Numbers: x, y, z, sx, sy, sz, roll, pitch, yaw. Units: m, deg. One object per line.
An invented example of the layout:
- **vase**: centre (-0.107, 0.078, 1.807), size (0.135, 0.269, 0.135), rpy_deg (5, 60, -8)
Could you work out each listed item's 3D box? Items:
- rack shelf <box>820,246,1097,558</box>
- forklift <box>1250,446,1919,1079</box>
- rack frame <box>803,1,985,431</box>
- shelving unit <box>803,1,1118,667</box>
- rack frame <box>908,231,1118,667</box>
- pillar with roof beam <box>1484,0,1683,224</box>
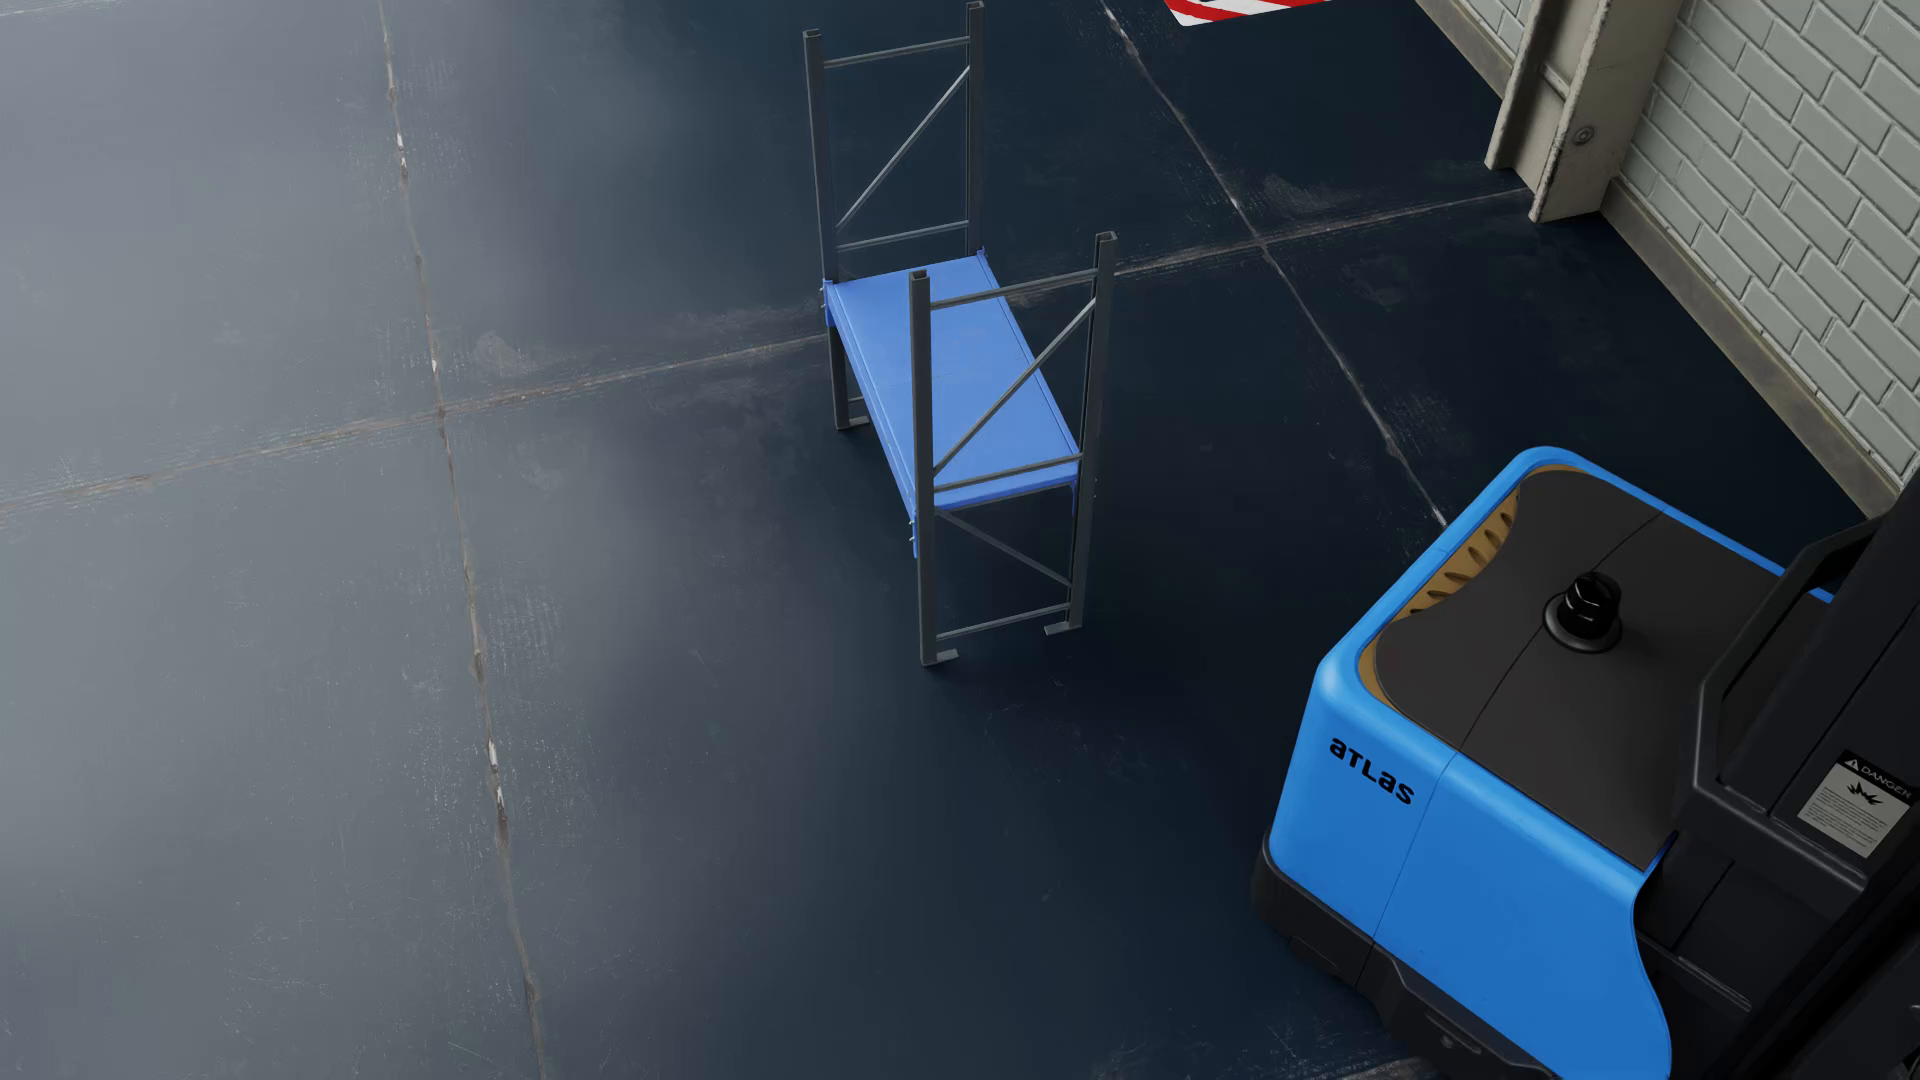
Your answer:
- **rack shelf**: centre (-0.025, -0.430, 4.867), size (0.538, 0.185, 1.000), rpy_deg (-13, 51, -11)
- **forklift**: centre (2.189, 0.526, 2.890), size (3.031, 2.935, 1.130), rpy_deg (35, 58, 26)
- **rack frame**: centre (-0.176, -0.917, 5.042), size (0.500, 1.500, 0.032), rpy_deg (-13, 51, -11)
- **shelving unit**: centre (-0.025, -0.546, 4.729), size (0.538, 1.500, 1.048), rpy_deg (-13, 51, -11)
- **rack frame**: centre (0.125, -0.174, 4.416), size (0.500, 1.500, 0.032), rpy_deg (-13, 51, -11)
- **pillar with roof beam**: centre (-1.862, -3.296, 2.143), size (9.100, 9.000, 0.400), rpy_deg (-13, 51, -11)
